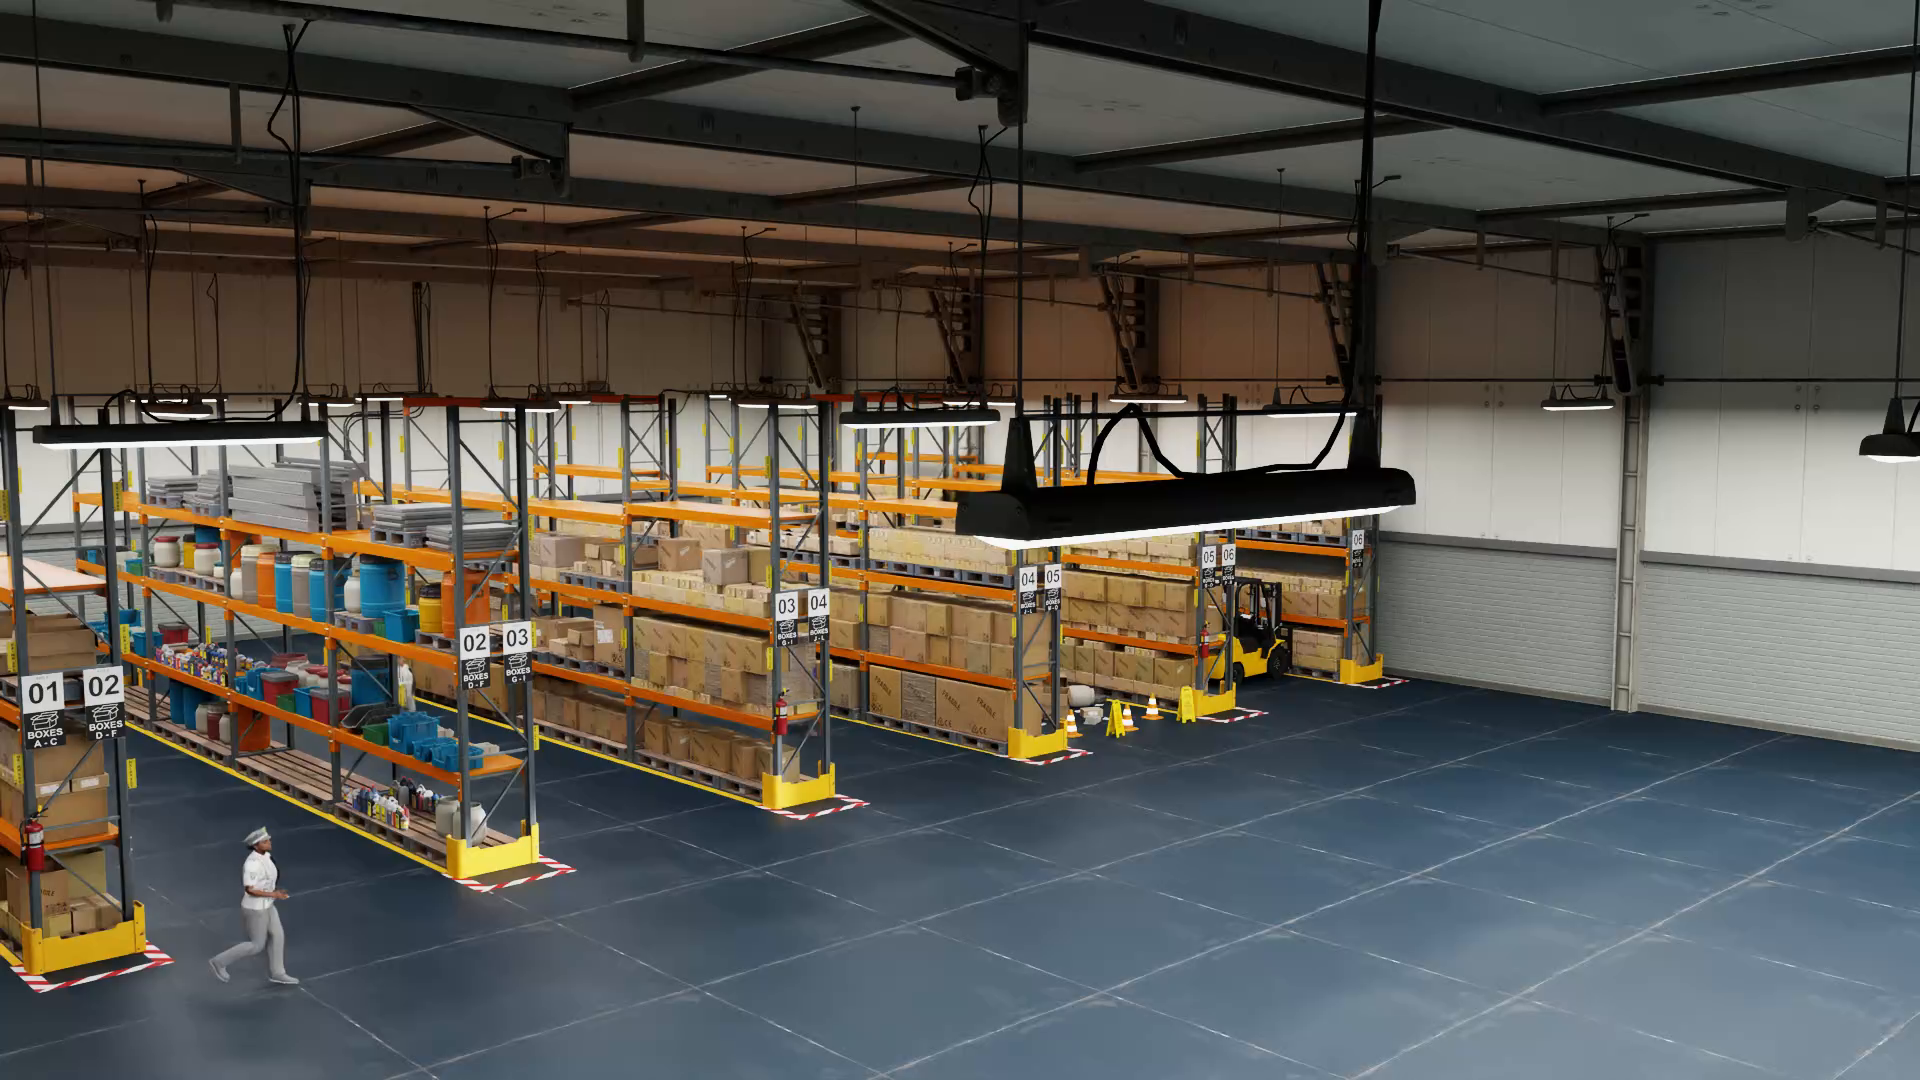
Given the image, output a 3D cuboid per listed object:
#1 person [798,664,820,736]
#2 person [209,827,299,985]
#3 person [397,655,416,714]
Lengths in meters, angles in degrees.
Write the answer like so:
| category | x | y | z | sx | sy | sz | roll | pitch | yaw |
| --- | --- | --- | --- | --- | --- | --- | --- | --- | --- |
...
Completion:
| category | x | y | z | sx | sy | sz | roll | pitch | yaw |
| --- | --- | --- | --- | --- | --- | --- | --- | --- | --- |
| person | -2.772 | 2.647 | 29.743 | 0.585 | 1.651 | 0.705 | -5 | 8 | -43 |
| person | -7.370 | 3.829 | 17.352 | 0.840 | 1.703 | 0.588 | -1 | 6 | -9 |
| person | -9.564 | 2.727 | 28.495 | 0.720 | 1.740 | 0.596 | 4 | 7 | 38 |
